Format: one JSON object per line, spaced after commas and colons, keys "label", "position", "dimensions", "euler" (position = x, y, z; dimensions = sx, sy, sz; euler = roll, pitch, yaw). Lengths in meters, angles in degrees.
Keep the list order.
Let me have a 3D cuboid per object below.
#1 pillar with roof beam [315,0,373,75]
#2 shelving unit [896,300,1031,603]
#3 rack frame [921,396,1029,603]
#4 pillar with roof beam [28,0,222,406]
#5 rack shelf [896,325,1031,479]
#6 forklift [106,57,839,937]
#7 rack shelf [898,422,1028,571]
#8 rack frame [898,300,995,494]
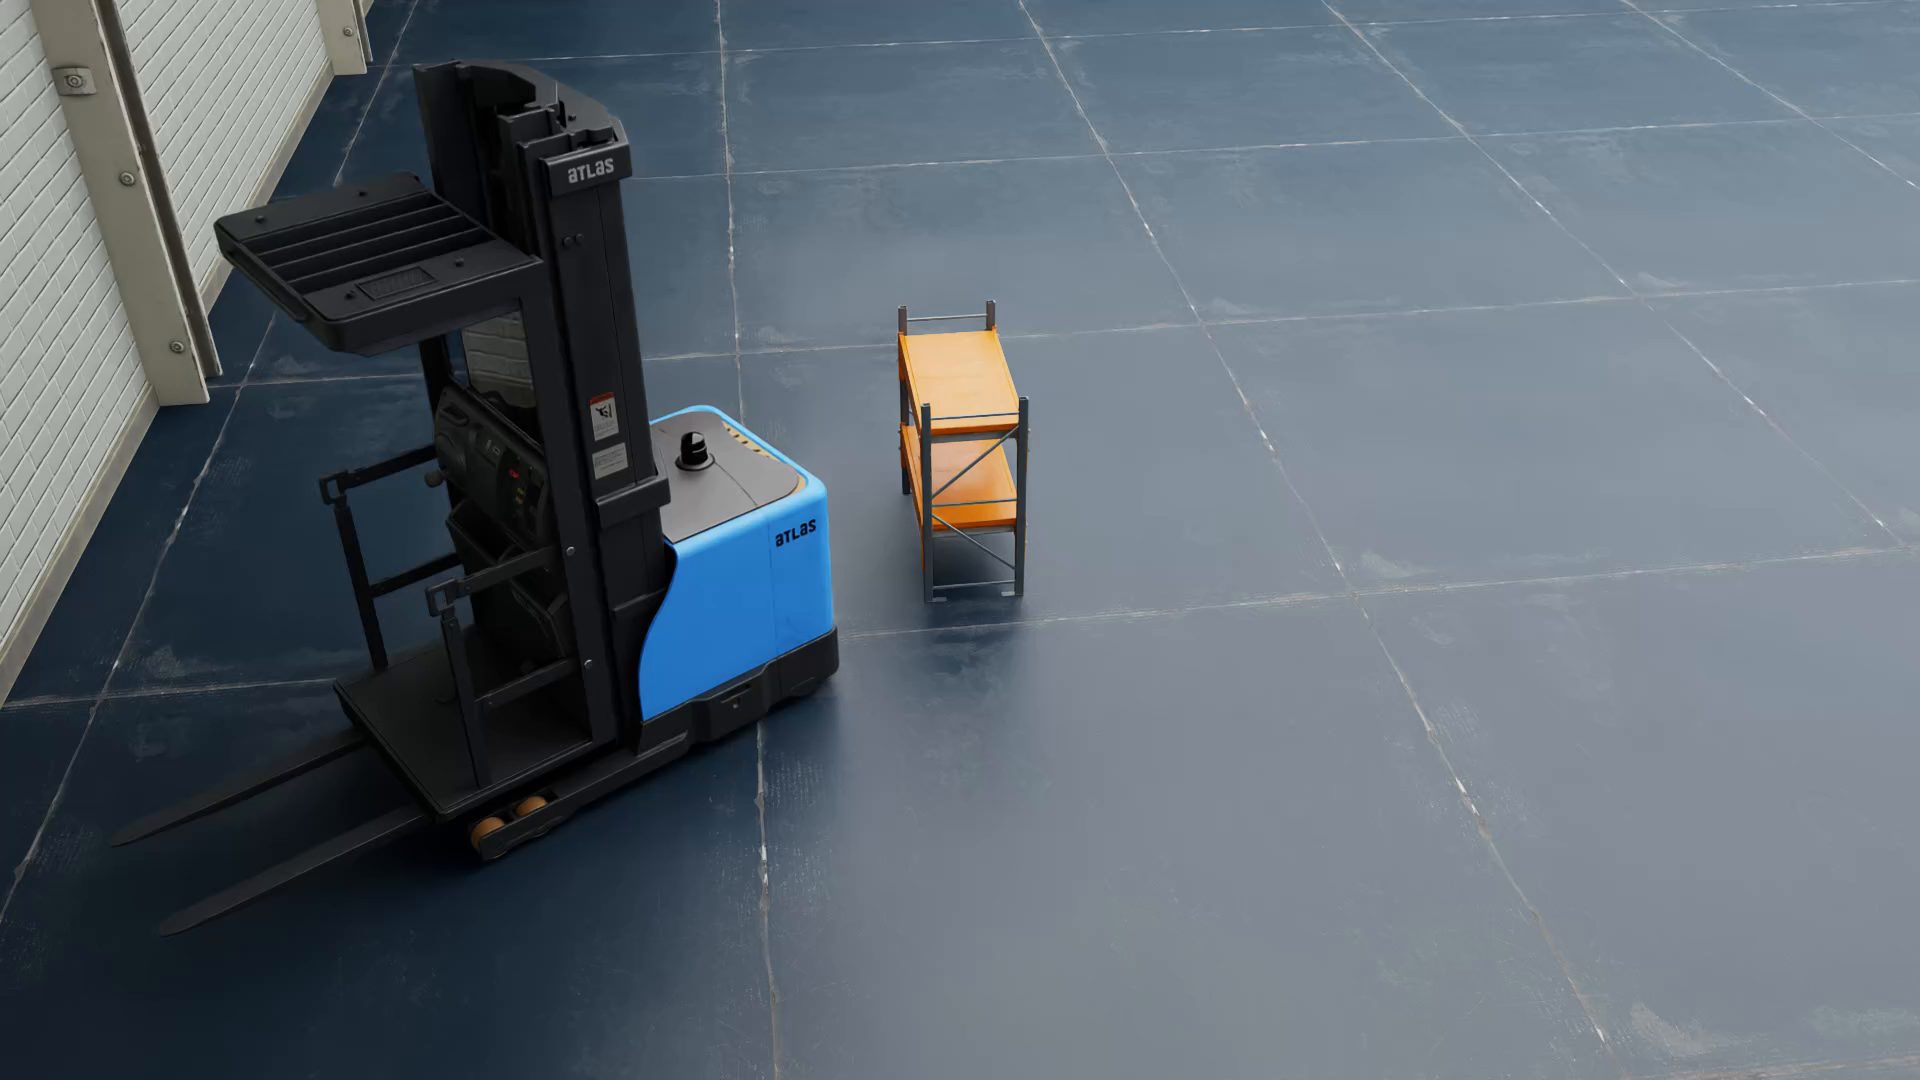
{"label": "pillar with roof beam", "position": [-1.225, -8.313, 12.957], "dimensions": [9.100, 9.000, 0.400], "euler": [-4, 35, -6]}
{"label": "shelving unit", "position": [0.001, -0.461, 8.428], "dimensions": [0.538, 1.125, 1.048], "euler": [-4, 35, -6]}
{"label": "rack frame", "position": [0.069, -0.177, 8.011], "dimensions": [0.500, 1.125, 0.032], "euler": [-4, 35, -6]}
{"label": "pillar with roof beam", "position": [-0.418, -4.964, 8.044], "dimensions": [9.100, 9.000, 0.400], "euler": [-4, 35, -6]}
{"label": "rack shelf", "position": [0.001, -0.703, 8.263], "dimensions": [0.538, 0.278, 1.000], "euler": [-4, 35, -6]}
{"label": "forklift", "position": [-2.020, -0.240, 6.500], "dimensions": [3.031, 2.935, 1.130], "euler": [-25, 42, -32]}
{"label": "rack shelf", "position": [0.001, -0.259, 8.565], "dimensions": [0.538, 0.278, 1.000], "euler": [-4, 35, -6]}
{"label": "rack frame", "position": [-0.067, -0.745, 8.844], "dimensions": [0.500, 1.125, 0.032], "euler": [-4, 35, -6]}
